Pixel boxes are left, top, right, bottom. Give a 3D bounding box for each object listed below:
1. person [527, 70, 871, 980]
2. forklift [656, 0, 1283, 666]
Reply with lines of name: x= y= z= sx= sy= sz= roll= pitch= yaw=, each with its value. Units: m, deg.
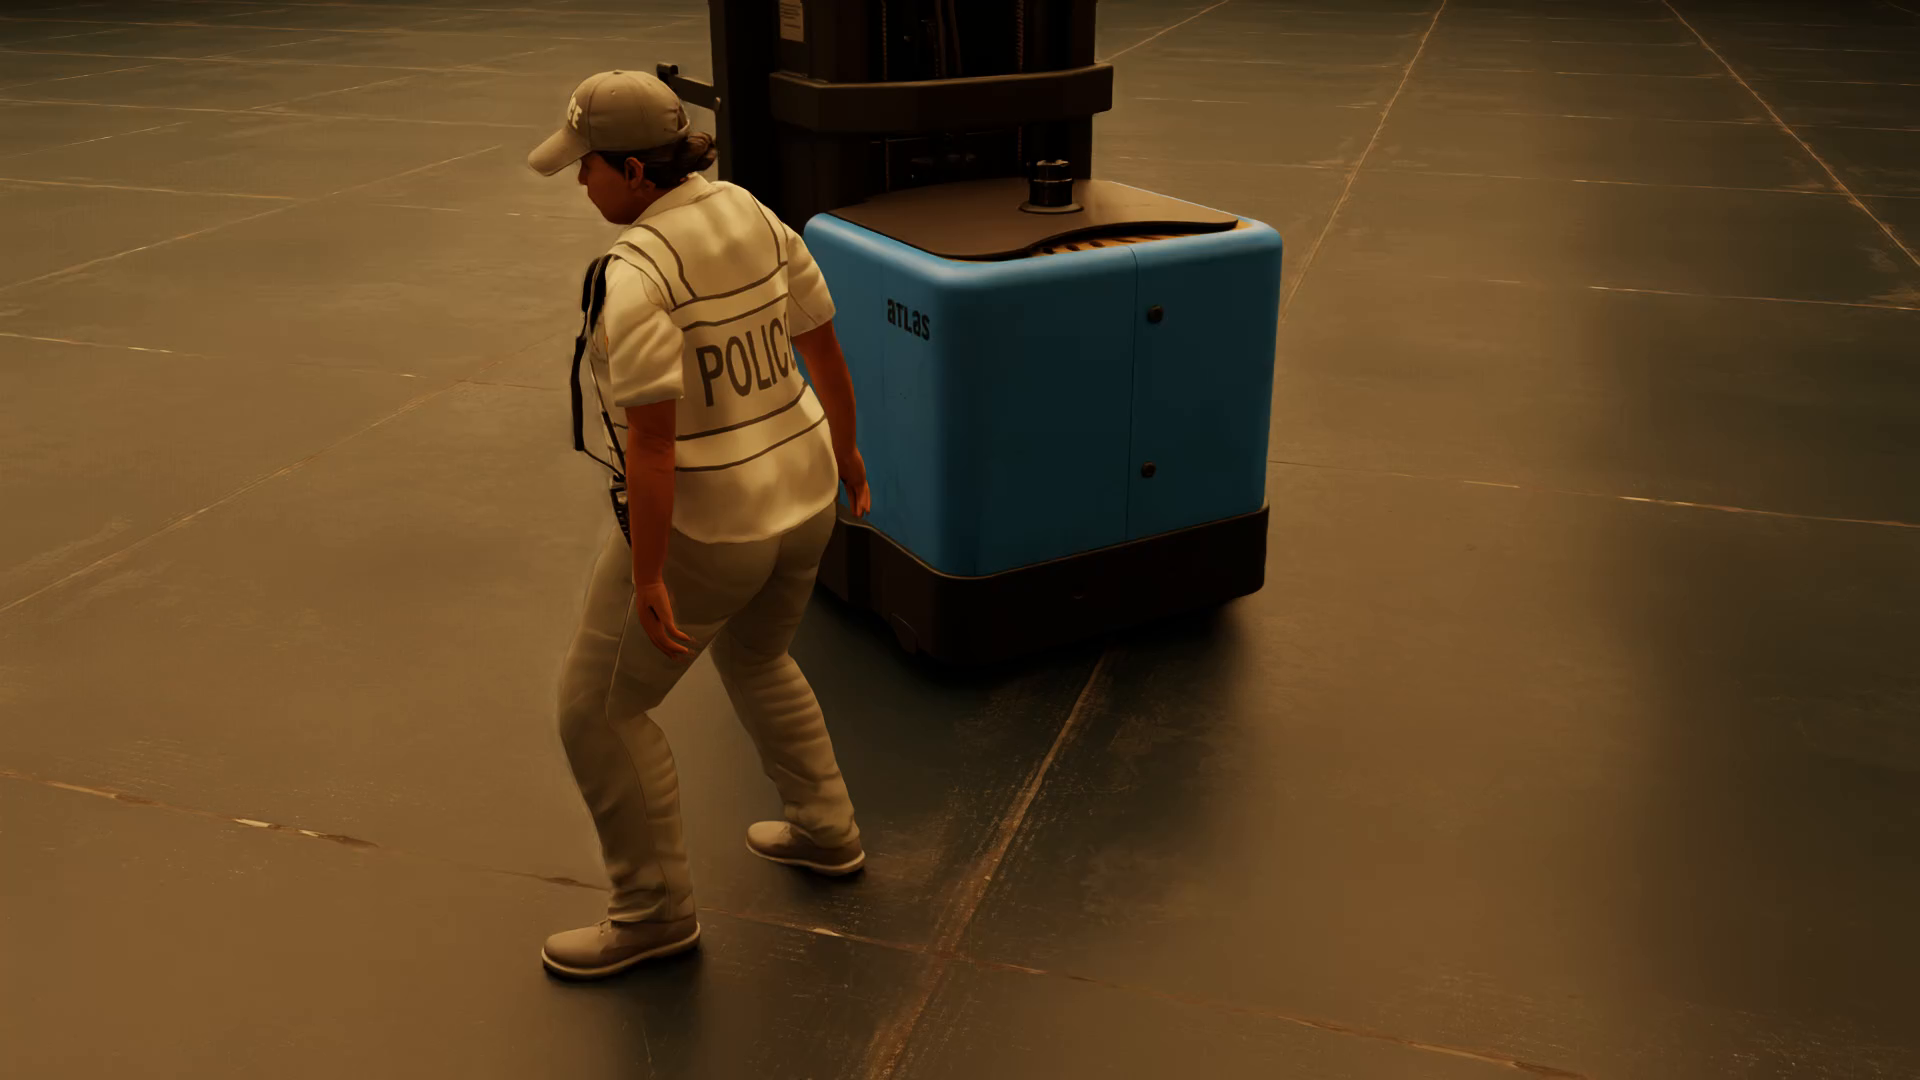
person: x=-0.491 y=-0.037 z=3.111 sx=0.472 sy=1.636 sz=0.819 roll=13 pitch=26 yaw=28
forklift: x=-0.332 y=-1.556 z=5.050 sx=1.130 sy=2.935 sz=3.031 roll=-13 pitch=26 yaw=-28
